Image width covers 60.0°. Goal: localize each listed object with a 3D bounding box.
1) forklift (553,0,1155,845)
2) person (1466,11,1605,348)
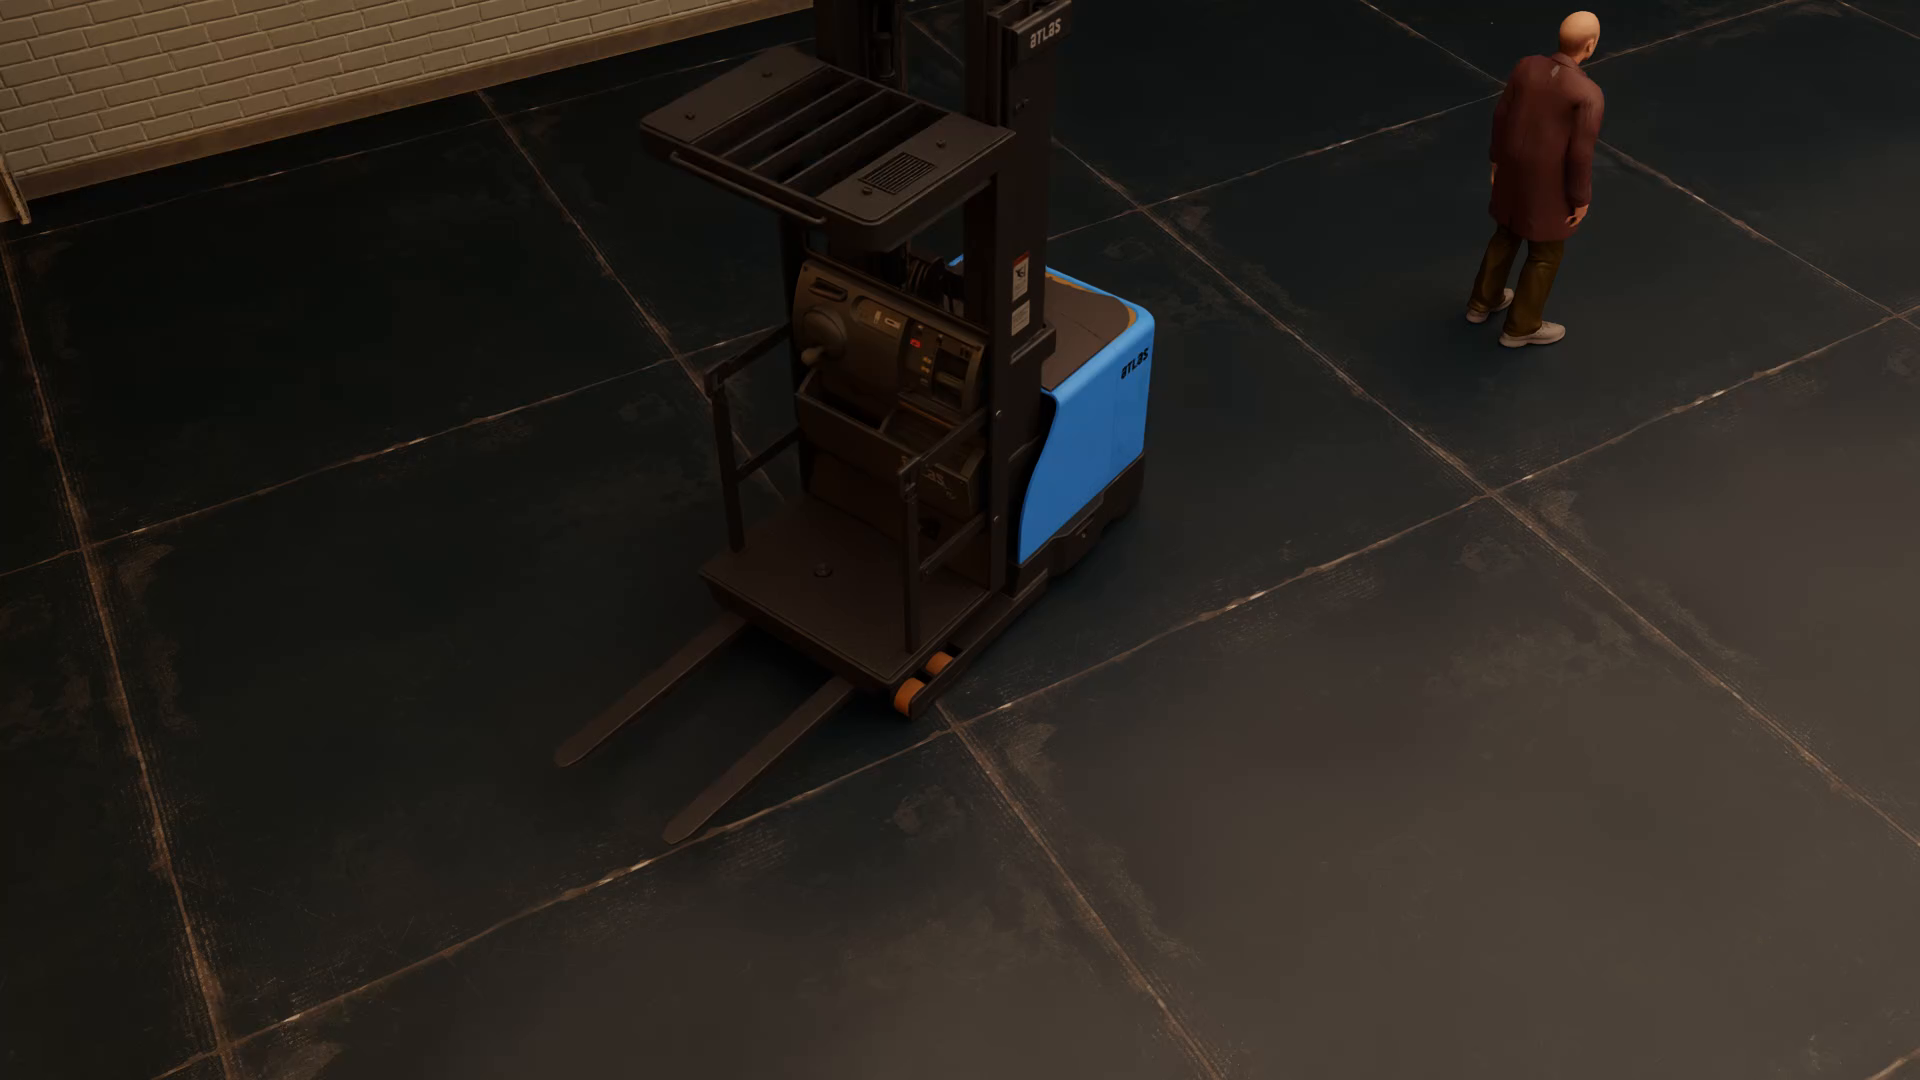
[{"bbox_3d":[-0.421,-0.708,6.462,1.130,2.935,3.031,28,50,27],"label":"forklift"},{"bbox_3d":[2.972,-1.847,8.541,0.436,1.772,0.644,-23,48,-23],"label":"person"}]
